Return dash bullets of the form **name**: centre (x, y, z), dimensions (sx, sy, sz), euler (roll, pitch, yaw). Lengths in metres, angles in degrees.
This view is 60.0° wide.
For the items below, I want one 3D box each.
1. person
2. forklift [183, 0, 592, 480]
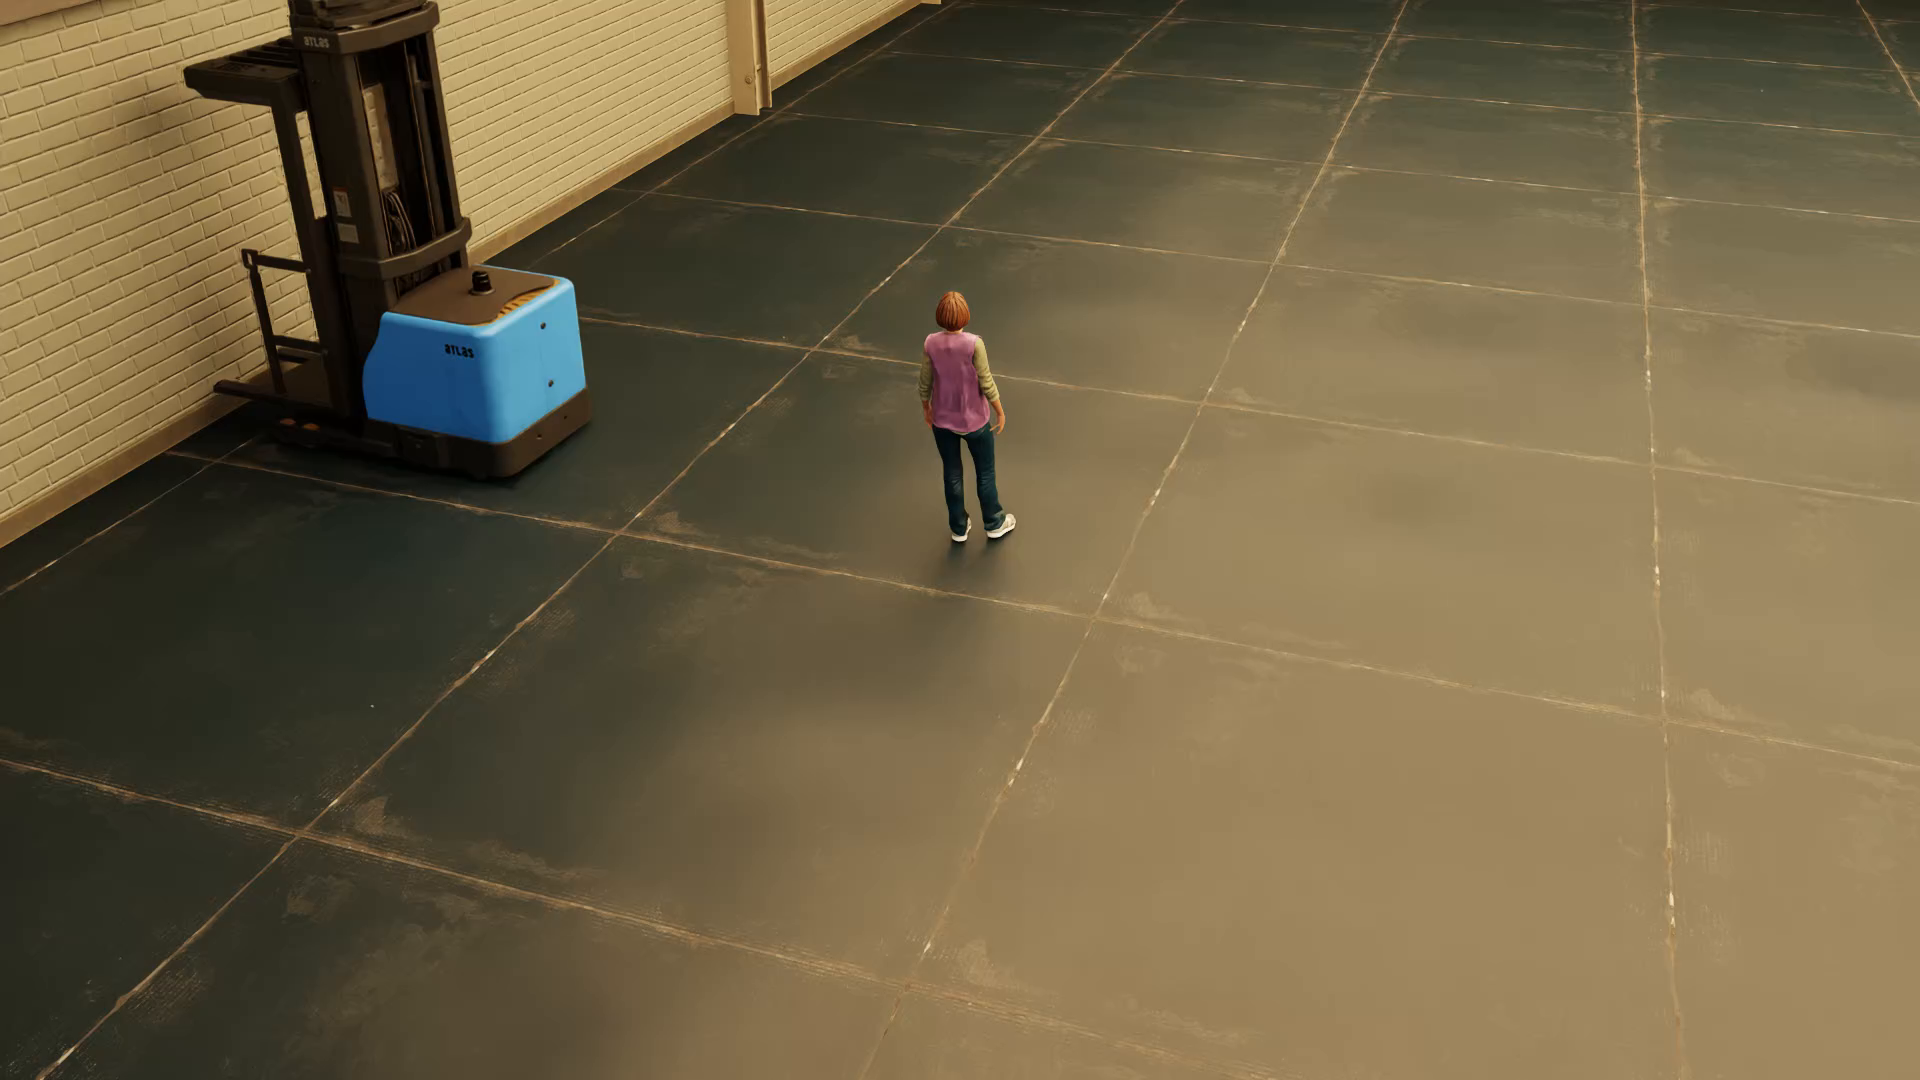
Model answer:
- **person**: centre (0.038, -0.711, 9.767), dimensions (0.520, 1.547, 0.473), euler (10, 31, 16)
- **forklift**: centre (-4.096, -2.118, 10.852), dimensions (3.031, 2.935, 1.130), euler (11, 32, 19)
